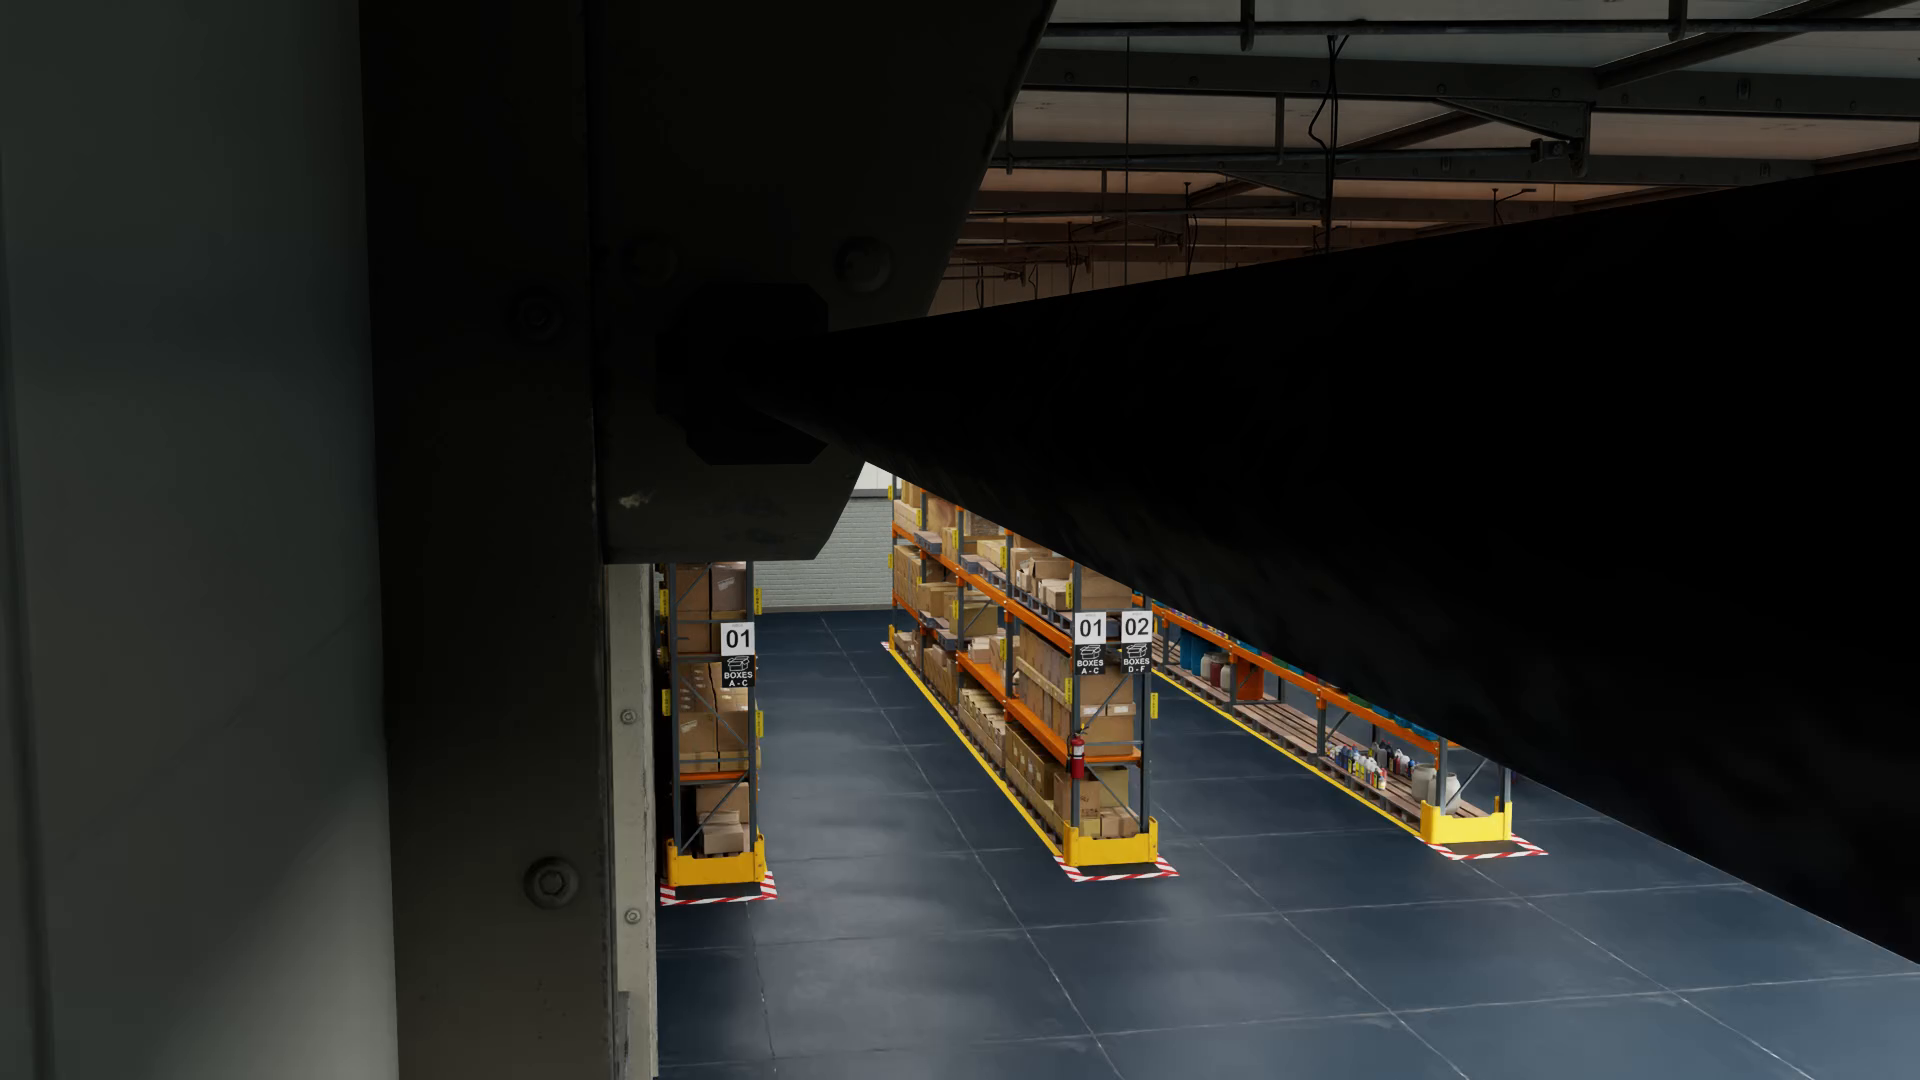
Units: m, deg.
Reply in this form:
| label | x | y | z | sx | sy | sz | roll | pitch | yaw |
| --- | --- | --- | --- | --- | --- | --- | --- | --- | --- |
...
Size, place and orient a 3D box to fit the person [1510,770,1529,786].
| label | x | y | z | sx | sy | sz | roll | pitch | yaw |
| --- | --- | --- | --- | --- | --- | --- | --- | --- | --- |
| person | 8.303 | 2.840 | 24.916 | 0.553 | 1.631 | 0.499 | 1 | 6 | 12 |
